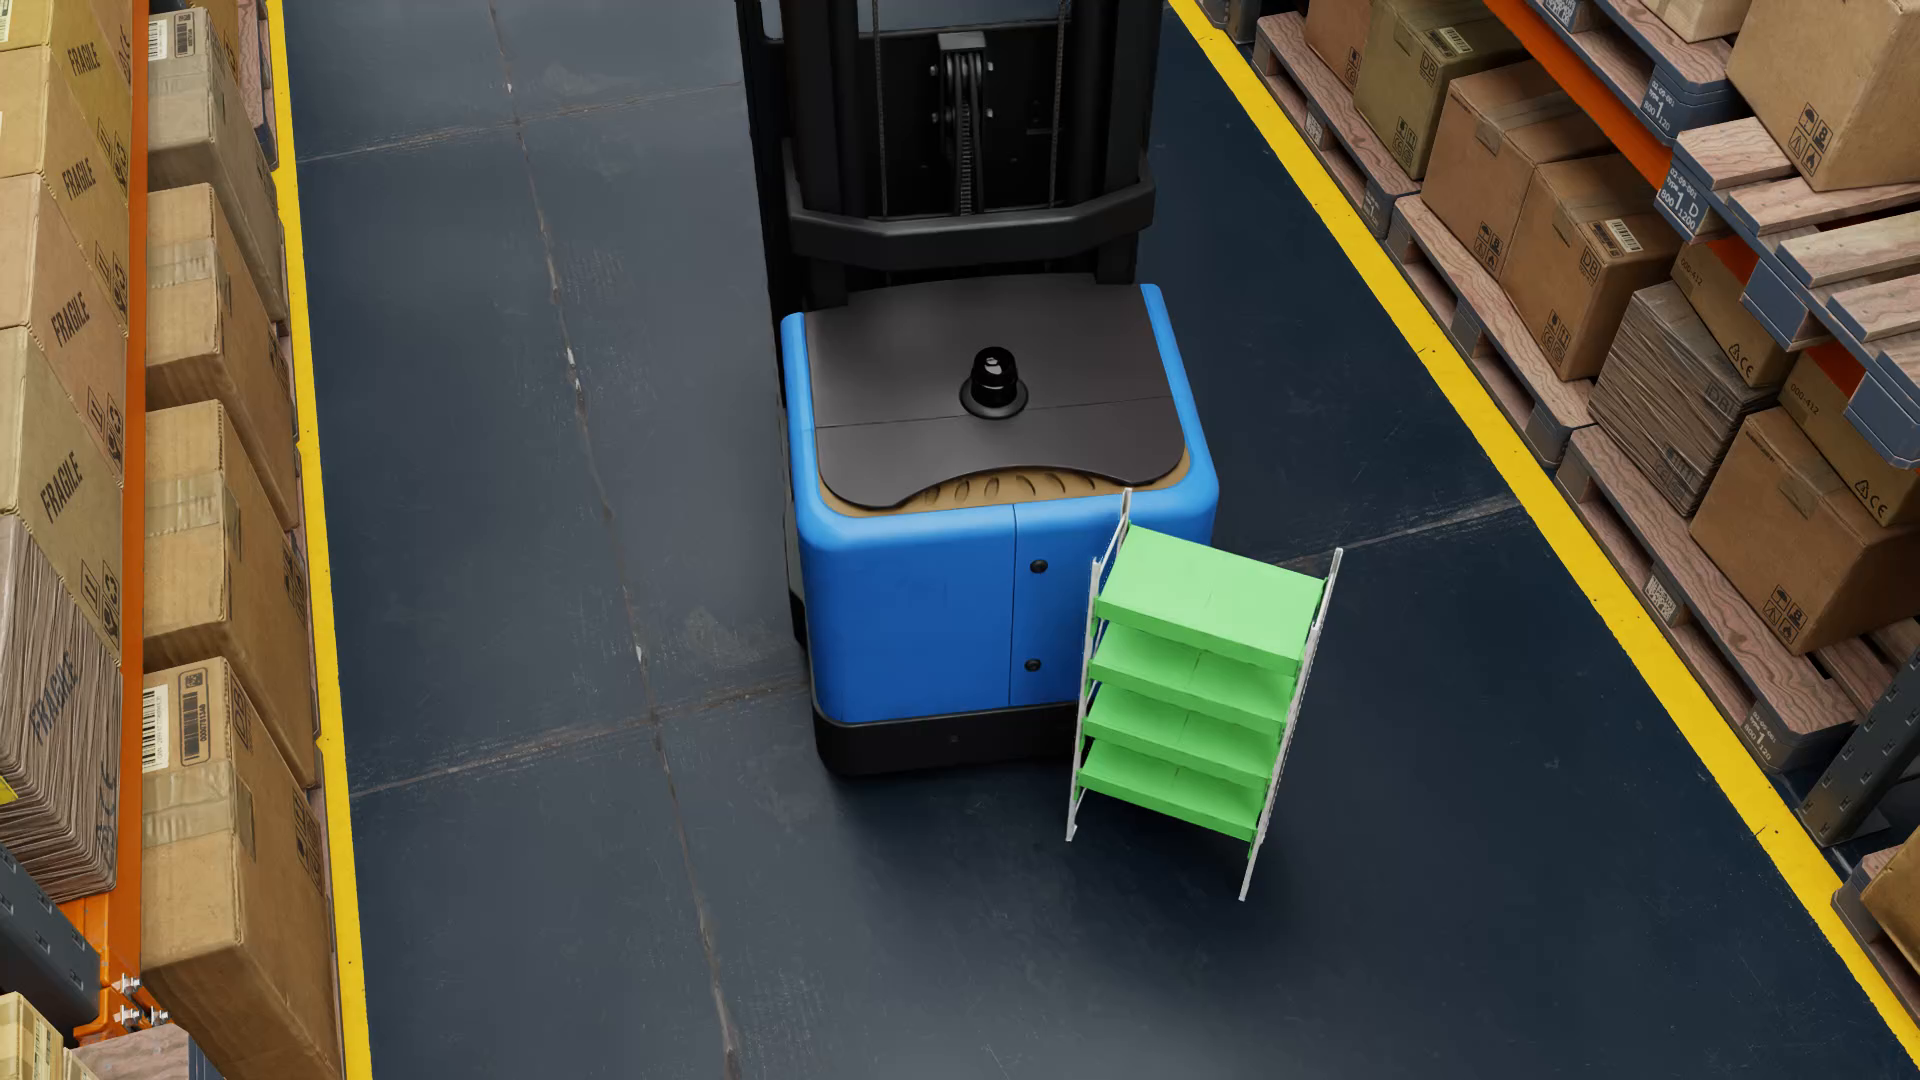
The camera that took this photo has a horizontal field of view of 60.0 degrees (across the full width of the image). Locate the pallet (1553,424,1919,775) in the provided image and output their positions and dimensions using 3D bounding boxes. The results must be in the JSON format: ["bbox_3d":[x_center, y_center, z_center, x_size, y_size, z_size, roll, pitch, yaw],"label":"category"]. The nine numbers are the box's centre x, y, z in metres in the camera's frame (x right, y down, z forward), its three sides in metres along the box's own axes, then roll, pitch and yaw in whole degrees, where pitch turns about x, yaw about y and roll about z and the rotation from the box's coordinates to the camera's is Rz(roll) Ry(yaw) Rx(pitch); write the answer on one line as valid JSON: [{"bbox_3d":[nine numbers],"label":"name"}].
[{"bbox_3d":[2.576,0.049,5.071,1.003,0.211,1.213,-13,51,-11],"label":"pallet"}]

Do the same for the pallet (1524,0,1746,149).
[{"bbox_3d":[2.182,-1.654,4.808,1.003,0.211,1.213,-13,51,-11],"label":"pallet"}]

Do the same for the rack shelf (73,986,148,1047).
[{"bbox_3d":[-1.370,2.461,1.684,1.077,0.370,4.000,-13,51,-11],"label":"rack shelf"}]

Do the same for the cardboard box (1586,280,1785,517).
[{"bbox_3d":[2.413,-0.502,5.059,0.700,0.500,0.500,-17,52,-14],"label":"cardboard box"}]

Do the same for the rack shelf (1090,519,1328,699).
[{"bbox_3d":[0.567,0.154,3.791,0.480,0.148,0.258,17,52,14],"label":"rack shelf"}]

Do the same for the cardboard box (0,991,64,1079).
[{"bbox_3d":[-1.379,0.777,2.134,0.380,0.149,0.250,-15,52,-12],"label":"cardboard box"}]

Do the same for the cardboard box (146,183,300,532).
[{"bbox_3d":[-2.594,-0.425,4.843,1.050,0.750,0.750,-13,51,-11],"label":"cardboard box"}]

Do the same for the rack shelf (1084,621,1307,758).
[{"bbox_3d":[0.567,0.309,3.975,0.480,0.148,0.258,17,52,14],"label":"rack shelf"}]

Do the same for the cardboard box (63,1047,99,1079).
[{"bbox_3d":[-1.381,0.876,2.245,0.380,0.149,0.250,-12,51,-10],"label":"cardboard box"}]

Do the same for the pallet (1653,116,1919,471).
[{"bbox_3d":[2.494,-0.714,4.015,1.213,0.211,1.003,-13,51,-11],"label":"pallet"}]

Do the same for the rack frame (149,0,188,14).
[{"bbox_3d":[-3.145,-2.153,5.103,1.000,3.000,0.127,-13,51,-11],"label":"rack frame"}]

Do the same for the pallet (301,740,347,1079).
[{"bbox_3d":[-2.123,1.074,4.206,1.003,0.211,1.213,-13,51,-11],"label":"pallet"}]

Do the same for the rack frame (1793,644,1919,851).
[{"bbox_3d":[2.806,-0.279,3.523,1.000,3.000,0.127,-13,51,-11],"label":"rack frame"}]

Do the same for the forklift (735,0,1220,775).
[{"bbox_3d":[-0.055,-1.435,4.543,1.130,2.935,3.031,-5,50,-5],"label":"forklift"}]

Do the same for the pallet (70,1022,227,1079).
[{"bbox_3d":[-1.649,1.327,2.295,1.213,0.211,1.003,-13,51,-11],"label":"pallet"}]

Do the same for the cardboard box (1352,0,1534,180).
[{"bbox_3d":[1.907,-1.731,6.094,0.700,0.500,0.500,-14,51,-11],"label":"cardboard box"}]

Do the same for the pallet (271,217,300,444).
[{"bbox_3d":[-2.845,-0.708,5.708,1.003,0.211,1.213,-13,51,-11],"label":"pallet"}]

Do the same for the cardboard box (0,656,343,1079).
[{"bbox_3d":[-2.056,0.893,3.732,1.050,0.750,0.750,-14,51,-11],"label":"cardboard box"}]

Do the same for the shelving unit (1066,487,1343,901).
[{"bbox_3d":[0.567,0.422,4.109,0.503,1.200,0.258,17,52,14],"label":"shelving unit"}]

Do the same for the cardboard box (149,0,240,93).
[{"bbox_3d":[-3.264,-2.079,6.155,0.875,0.875,0.875,-13,51,-10],"label":"cardboard box"}]

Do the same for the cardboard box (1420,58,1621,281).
[{"bbox_3d":[2.073,-1.322,5.750,0.700,0.500,0.500,-17,52,-14],"label":"cardboard box"}]

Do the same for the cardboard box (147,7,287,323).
[{"bbox_3d":[-2.875,-1.130,5.438,1.050,0.750,0.750,-14,51,-11],"label":"cardboard box"}]

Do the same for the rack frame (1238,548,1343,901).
[{"bbox_3d":[0.794,0.490,4.052,0.015,1.200,0.240,17,52,14],"label":"rack frame"}]

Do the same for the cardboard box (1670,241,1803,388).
[{"bbox_3d":[2.413,-0.725,4.756,0.500,0.250,0.500,-8,50,-7],"label":"cardboard box"}]

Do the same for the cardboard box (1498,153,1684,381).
[{"bbox_3d":[2.238,-0.915,5.406,0.700,0.500,0.500,-9,51,-8],"label":"cardboard box"}]

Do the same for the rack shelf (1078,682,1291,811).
[{"bbox_3d":[0.567,0.463,4.158,0.480,0.148,0.258,17,52,14],"label":"rack shelf"}]

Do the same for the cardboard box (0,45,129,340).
[{"bbox_3d":[-2.284,-0.756,3.860,0.500,0.500,0.500,-14,51,-11],"label":"cardboard box"}]

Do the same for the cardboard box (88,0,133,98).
[{"bbox_3d":[-2.586,-1.495,4.483,0.500,0.500,0.500,-14,51,-11],"label":"cardboard box"}]

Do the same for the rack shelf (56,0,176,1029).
[{"bbox_3d":[-2.553,-0.460,4.147,1.077,0.370,4.000,-13,51,-11],"label":"rack shelf"}]

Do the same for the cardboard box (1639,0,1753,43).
[{"bbox_3d":[2.055,-1.528,4.389,0.396,0.266,0.258,-15,51,-12],"label":"cardboard box"}]

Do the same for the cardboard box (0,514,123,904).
[{"bbox_3d":[-1.837,0.347,2.930,0.500,0.500,0.500,-13,51,-11],"label":"cardboard box"}]

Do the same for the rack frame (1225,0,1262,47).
[{"bbox_3d":[1.623,-3.201,5.986,1.000,3.000,0.127,-13,51,-11],"label":"rack frame"}]

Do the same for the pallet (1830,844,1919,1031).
[{"bbox_3d":[2.967,1.213,4.090,1.003,0.211,1.213,-13,51,-11],"label":"pallet"}]

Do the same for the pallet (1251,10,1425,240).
[{"bbox_3d":[1.855,-1.733,6.573,1.003,0.211,1.213,-13,51,-11],"label":"pallet"}]

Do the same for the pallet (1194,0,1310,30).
[{"bbox_3d":[1.391,-2.784,7.459,1.003,0.211,1.213,-13,51,-11],"label":"pallet"}]

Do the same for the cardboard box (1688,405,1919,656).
[{"bbox_3d":[2.589,-0.100,4.720,0.700,0.500,0.500,-16,52,-13],"label":"cardboard box"}]

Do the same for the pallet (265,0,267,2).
[{"bbox_3d":[-3.659,-2.720,7.405,1.003,0.211,1.213,-13,51,-11],"label":"pallet"}]

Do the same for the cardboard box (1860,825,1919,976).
[{"bbox_3d":[2.990,0.779,3.746,1.225,0.875,0.875,-15,52,-13],"label":"cardboard box"}]

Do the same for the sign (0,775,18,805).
[{"bbox_3d":[-1.446,0.291,2.337,0.100,0.325,0.005,-13,51,-11],"label":"sign"}]

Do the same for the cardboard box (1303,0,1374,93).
[{"bbox_3d":[1.784,-2.083,6.392,0.700,0.500,0.500,-17,52,-14],"label":"cardboard box"}]

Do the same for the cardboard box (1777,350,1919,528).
[{"bbox_3d":[2.579,-0.339,4.431,0.500,0.250,0.500,-11,51,-9],"label":"cardboard box"}]

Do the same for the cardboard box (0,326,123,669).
[{"bbox_3d":[-1.990,-0.023,3.242,0.500,0.500,0.500,-14,51,-11],"label":"cardboard box"}]

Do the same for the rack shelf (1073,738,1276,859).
[{"bbox_3d":[0.567,0.618,4.342,0.480,0.148,0.258,17,52,14],"label":"rack shelf"}]

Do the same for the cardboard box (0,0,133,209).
[{"bbox_3d":[-2.436,-1.126,4.172,0.500,0.500,0.500,-13,51,-11],"label":"cardboard box"}]

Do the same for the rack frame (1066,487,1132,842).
[{"bbox_3d":[0.340,0.354,4.167,0.015,1.200,0.240,17,52,14],"label":"rack frame"}]

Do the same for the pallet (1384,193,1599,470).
[{"bbox_3d":[2.219,-0.841,5.821,1.003,0.211,1.213,-13,51,-11],"label":"pallet"}]

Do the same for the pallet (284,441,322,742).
[{"bbox_3d":[-2.480,0.185,4.956,1.003,0.211,1.213,-13,51,-11],"label":"pallet"}]

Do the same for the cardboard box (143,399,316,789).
[{"bbox_3d":[-2.318,0.255,4.270,1.050,0.750,0.750,-13,51,-10],"label":"cardboard box"}]

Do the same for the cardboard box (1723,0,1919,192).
[{"bbox_3d":[2.348,-1.217,3.974,0.700,0.500,0.500,-7,50,-6],"label":"cardboard box"}]

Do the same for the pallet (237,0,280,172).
[{"bbox_3d":[-3.295,-1.827,6.652,1.003,0.211,1.213,-13,51,-11],"label":"pallet"}]

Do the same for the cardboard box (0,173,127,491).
[{"bbox_3d":[-2.139,-0.392,3.553,0.500,0.500,0.500,-13,51,-11],"label":"cardboard box"}]
